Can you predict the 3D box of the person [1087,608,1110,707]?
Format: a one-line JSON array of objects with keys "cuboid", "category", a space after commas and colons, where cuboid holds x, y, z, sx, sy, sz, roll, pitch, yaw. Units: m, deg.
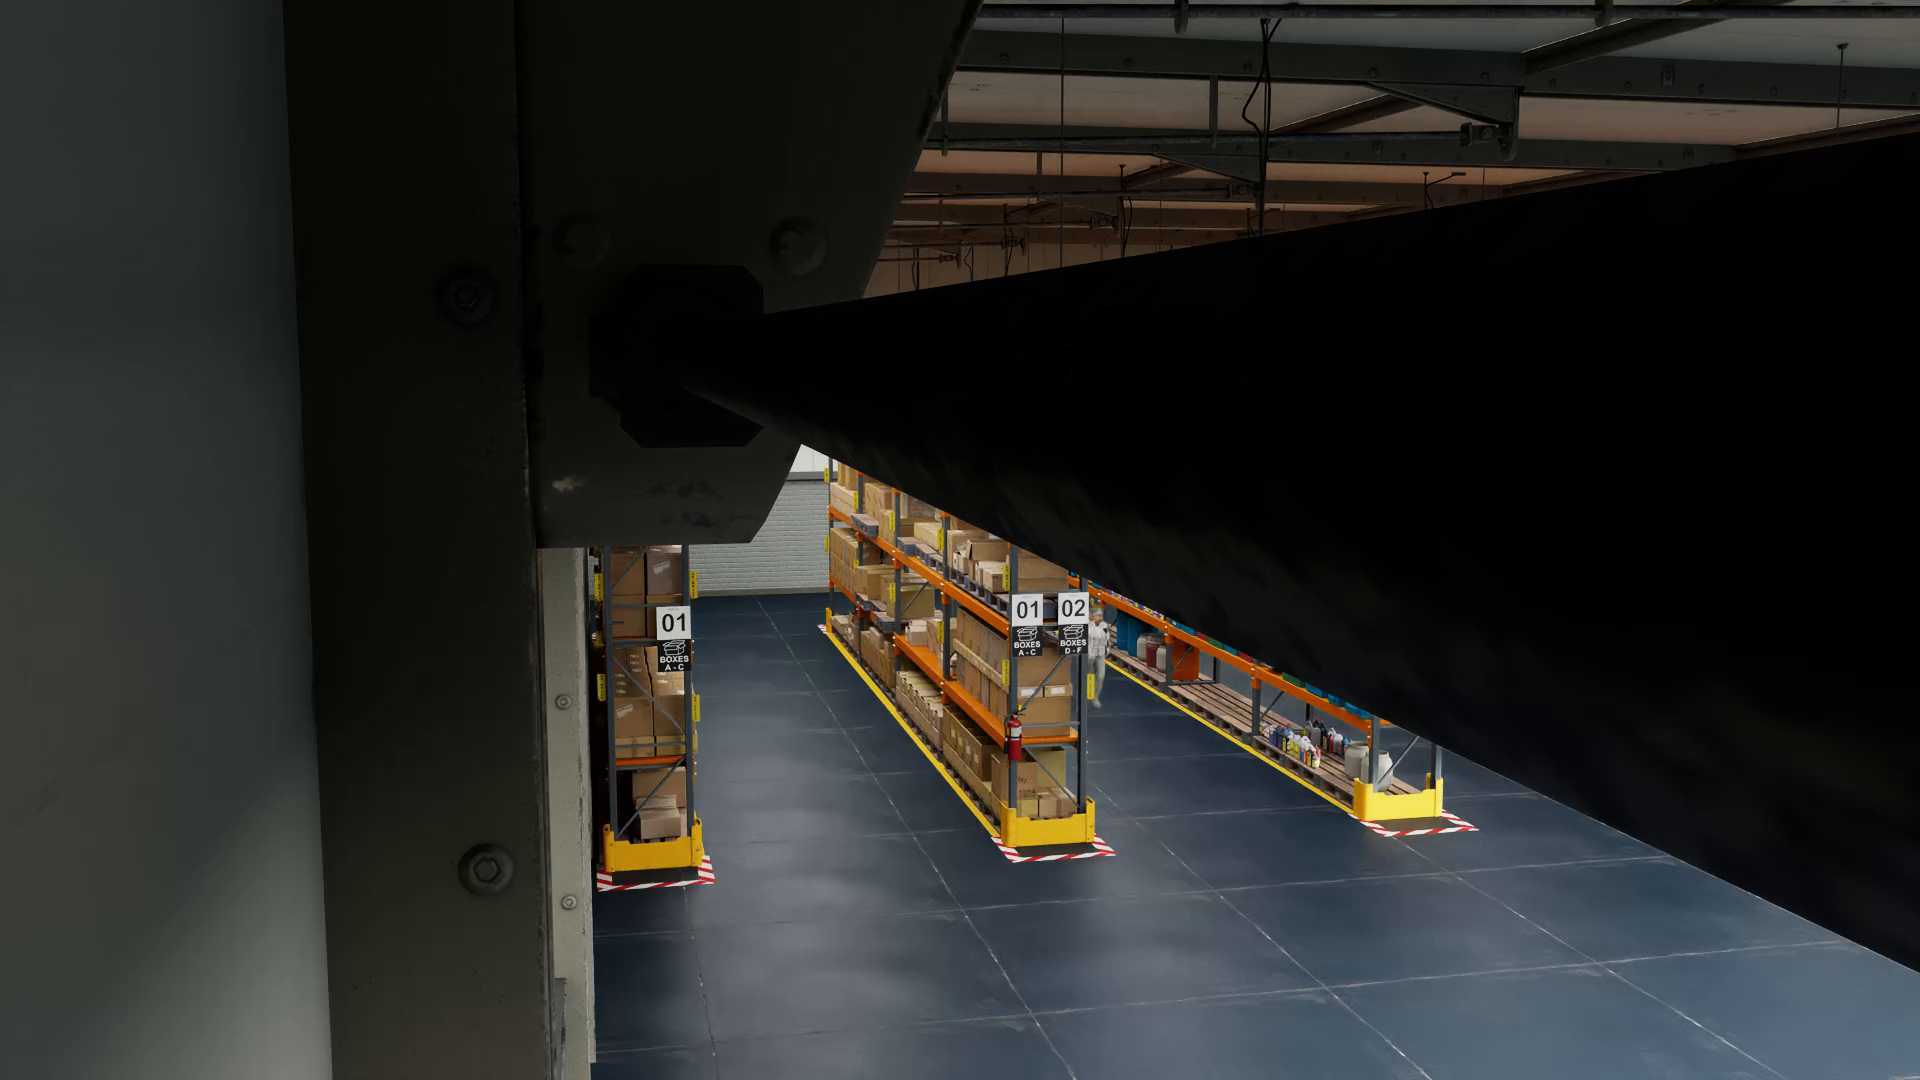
[{"cuboid": [2.269, 1.939, 27.981, 0.642, 1.649, 0.776, -2, 7, -18], "category": "person"}]
